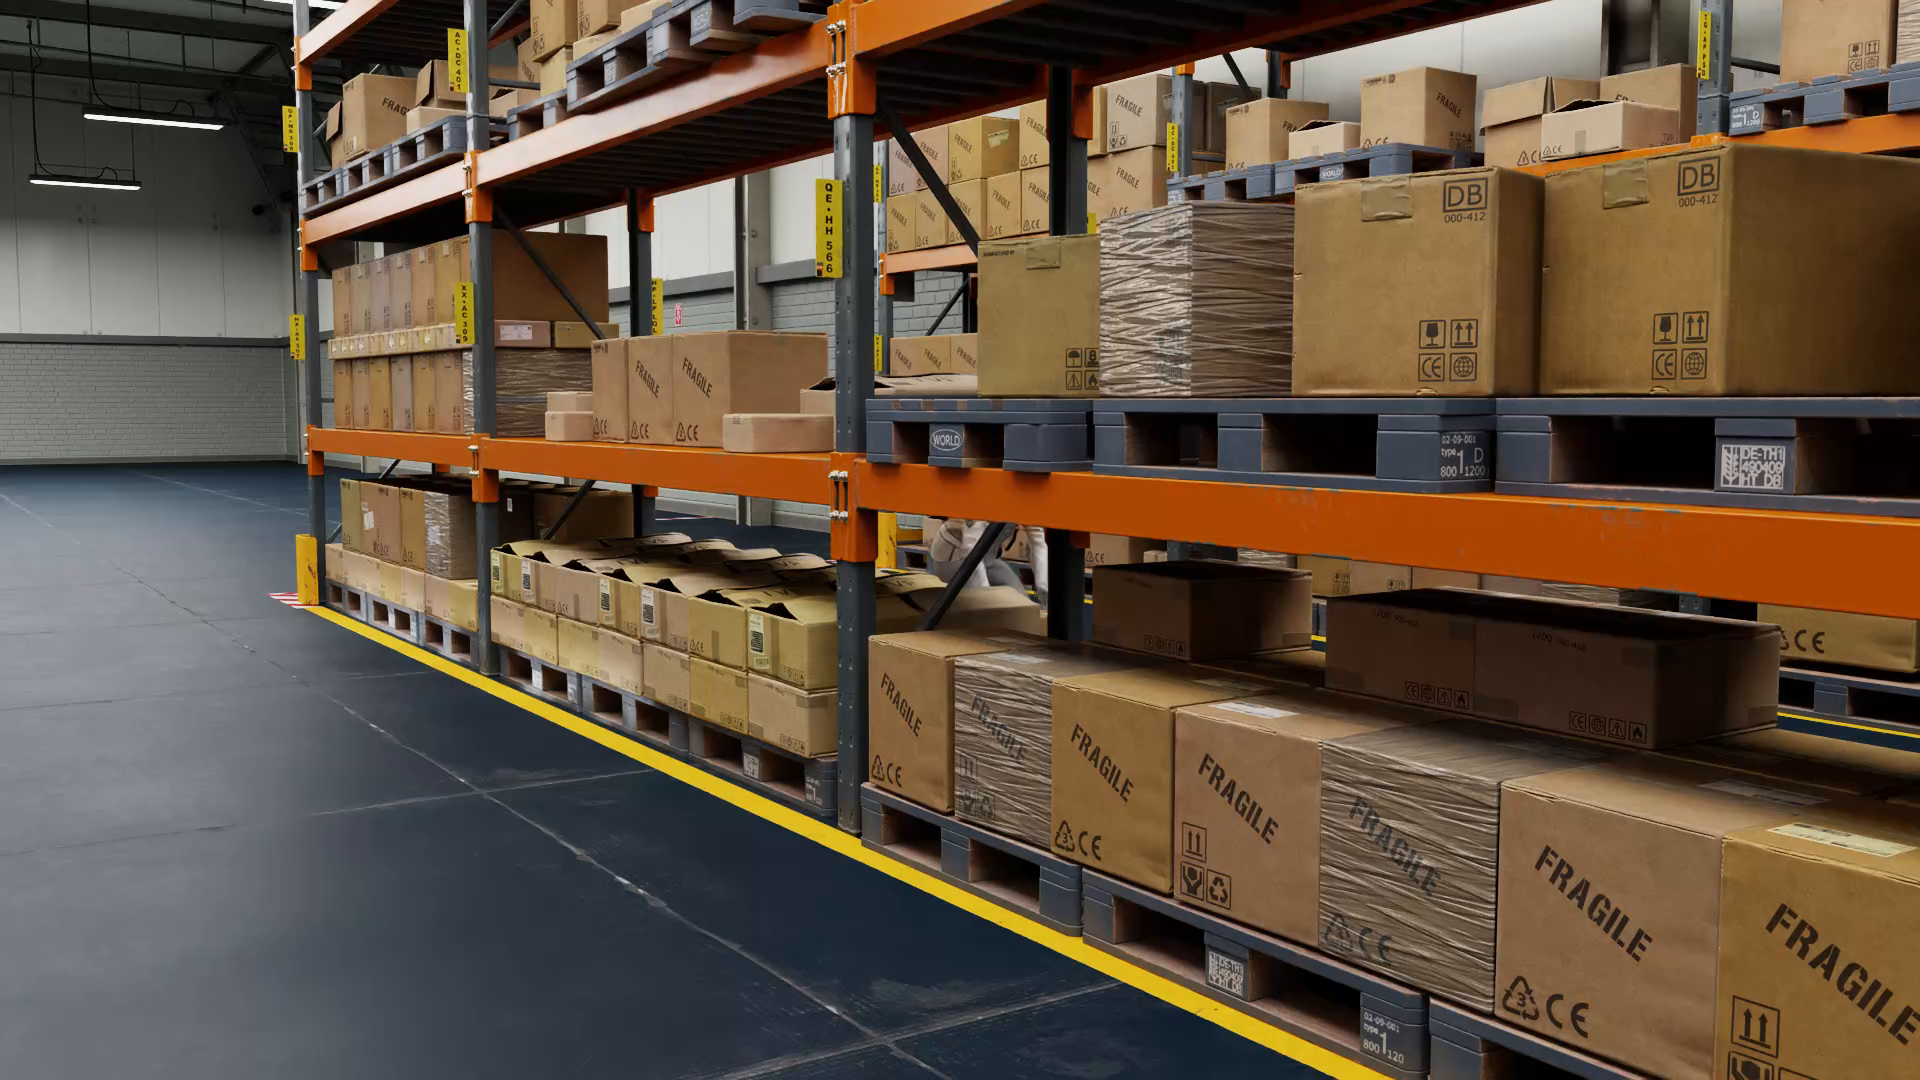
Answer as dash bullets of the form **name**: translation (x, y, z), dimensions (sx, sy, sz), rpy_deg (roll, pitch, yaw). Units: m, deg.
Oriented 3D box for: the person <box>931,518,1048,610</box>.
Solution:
- **person**: translation (0.185, 0.147, 8.587), dimensions (0.534, 1.294, 0.749), rpy_deg (-3, 6, -33)
